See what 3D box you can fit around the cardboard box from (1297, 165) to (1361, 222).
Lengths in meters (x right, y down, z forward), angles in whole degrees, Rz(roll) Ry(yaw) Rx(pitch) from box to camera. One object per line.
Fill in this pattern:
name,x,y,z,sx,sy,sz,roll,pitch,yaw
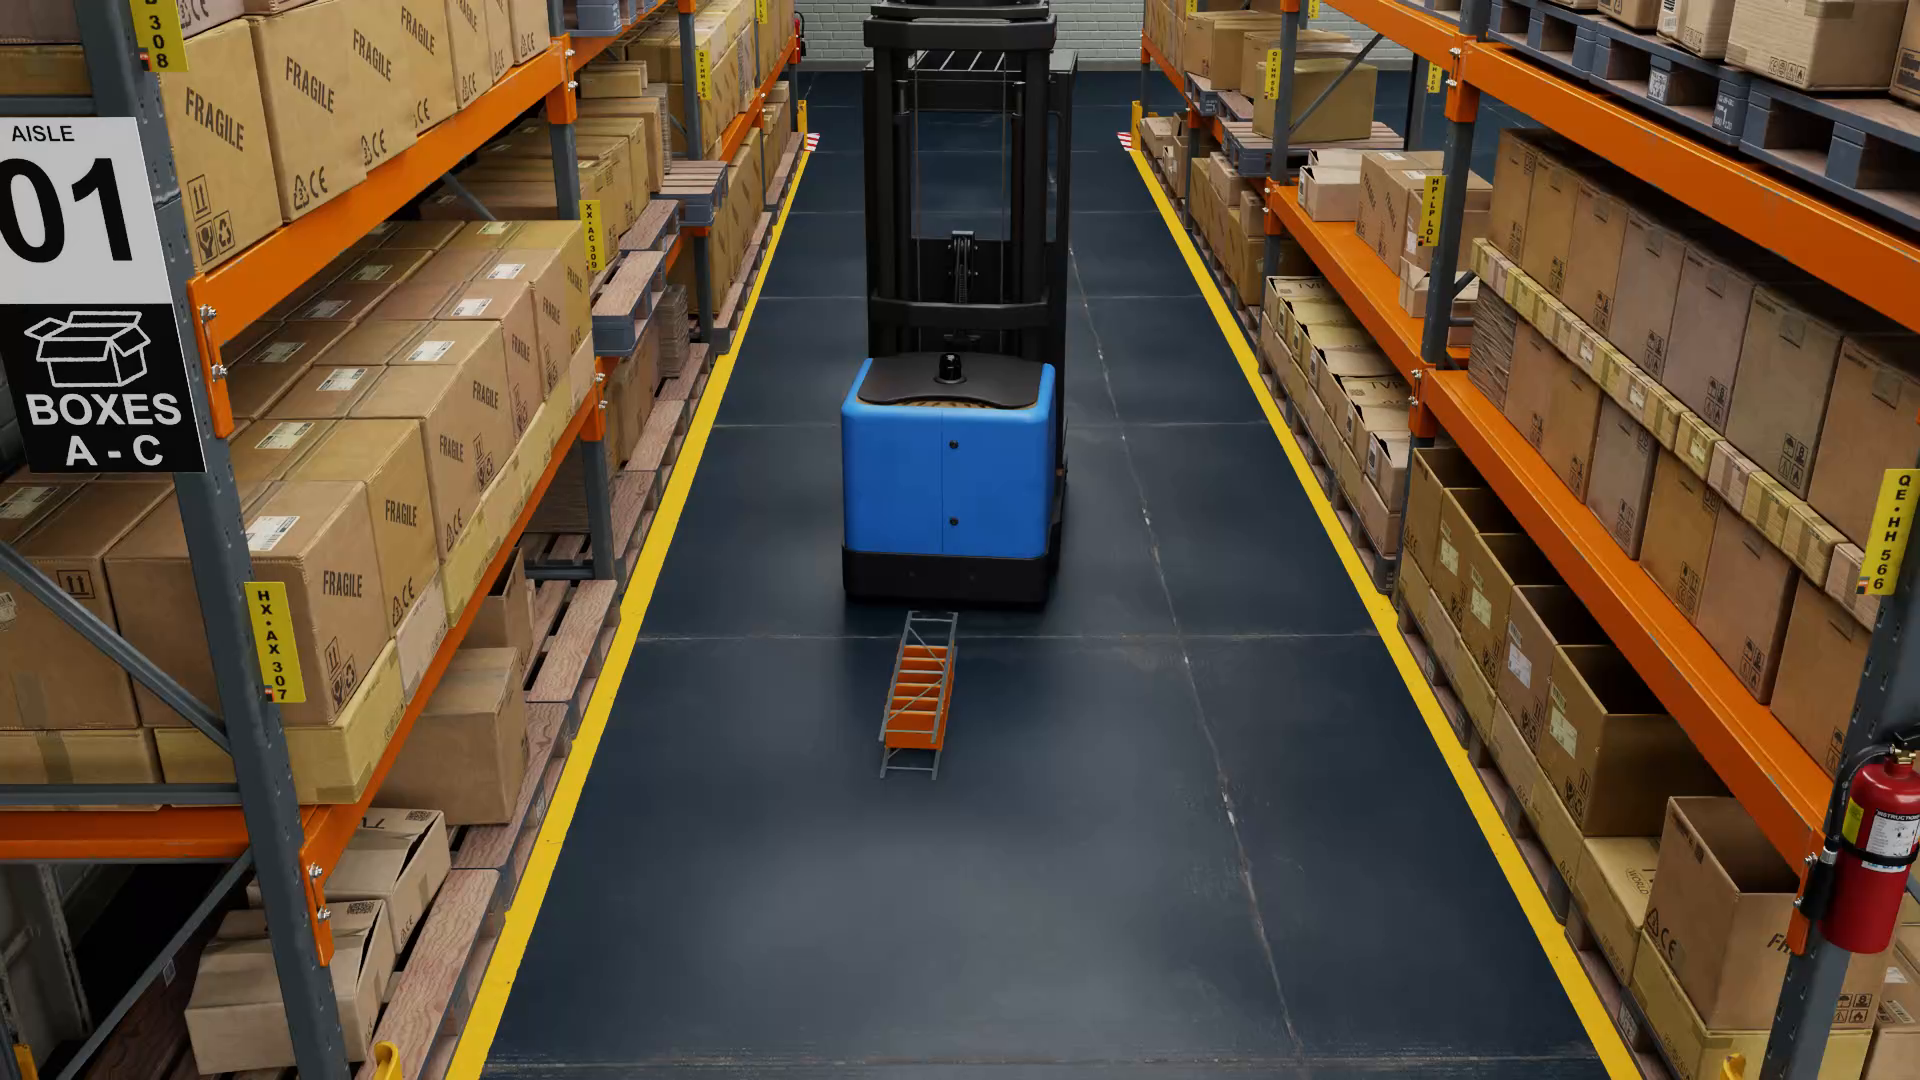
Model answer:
cardboard box,2.486,-2.264,10.725,0.500,0.311,0.500,-1,24,-1

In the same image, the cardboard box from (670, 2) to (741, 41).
cardboard box,-2.065,-4.219,13.521,0.500,0.250,0.500,0,24,0

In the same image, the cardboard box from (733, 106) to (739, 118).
cardboard box,-2.058,-3.635,13.928,0.380,0.149,0.250,0,24,-1

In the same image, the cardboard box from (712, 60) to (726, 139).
cardboard box,-2.029,-3.258,12.307,0.500,0.500,0.500,1,24,1

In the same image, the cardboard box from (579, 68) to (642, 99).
cardboard box,-2.231,-2.918,10.619,0.380,0.149,0.250,-4,25,-9

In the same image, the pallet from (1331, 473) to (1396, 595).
pallet,2.666,-0.059,9.124,1.003,0.211,1.213,0,24,-1

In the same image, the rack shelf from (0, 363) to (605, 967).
rack shelf,-2.218,0.150,6.152,1.077,0.370,4.000,0,24,-1

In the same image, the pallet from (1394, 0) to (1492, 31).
pallet,2.691,-2.669,8.104,0.805,0.209,1.217,-1,24,-3

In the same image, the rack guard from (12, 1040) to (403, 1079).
rack guard,-2.197,1.753,4.766,1.175,0.500,0.348,0,24,-1

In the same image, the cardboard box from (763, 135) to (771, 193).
cardboard box,-2.233,-3.660,16.226,0.700,0.500,0.500,0,24,0

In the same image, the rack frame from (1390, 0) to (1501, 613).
rack frame,2.713,-1.026,7.879,1.000,3.000,0.127,0,24,-1

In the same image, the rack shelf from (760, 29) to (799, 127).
rack shelf,-2.349,-4.795,17.085,1.077,0.370,4.000,0,24,-1

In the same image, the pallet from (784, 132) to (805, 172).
pallet,-2.284,-4.347,18.606,1.003,0.211,1.213,0,24,-1

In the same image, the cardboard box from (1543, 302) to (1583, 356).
cardboard box,2.535,-0.835,6.547,0.380,0.149,0.250,-1,24,-2

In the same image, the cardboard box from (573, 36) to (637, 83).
cardboard box,-2.548,-3.368,11.641,0.500,0.250,0.500,0,24,1

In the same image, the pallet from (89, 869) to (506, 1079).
pallet,-2.171,1.550,5.566,1.003,0.211,1.213,0,24,-1

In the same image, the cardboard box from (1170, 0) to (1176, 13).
cardboard box,2.348,-5.450,16.325,0.500,0.500,0.500,0,24,0

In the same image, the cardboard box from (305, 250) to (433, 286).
cardboard box,-2.442,-0.877,6.797,0.500,0.500,0.500,0,24,-1

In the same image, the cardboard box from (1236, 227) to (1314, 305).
cardboard box,2.425,-2.120,12.798,0.500,0.500,0.500,1,24,2

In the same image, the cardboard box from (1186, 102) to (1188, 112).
cardboard box,2.835,-4.810,18.744,0.500,0.500,0.500,0,24,-1

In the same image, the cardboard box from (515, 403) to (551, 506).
cardboard box,-1.914,-0.337,6.512,0.500,0.250,0.500,0,24,-1

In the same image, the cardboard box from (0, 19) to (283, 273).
cardboard box,-1.950,-0.914,3.846,0.500,0.500,0.500,0,24,1

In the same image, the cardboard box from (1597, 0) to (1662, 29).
cardboard box,2.605,-2.016,5.623,0.797,0.503,0.637,2,24,5

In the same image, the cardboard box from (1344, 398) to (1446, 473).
cardboard box,2.410,-0.600,9.084,0.500,0.311,0.500,0,24,1

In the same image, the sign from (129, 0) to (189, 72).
sign,-1.654,-1.122,3.389,0.100,0.325,0.005,0,24,-1

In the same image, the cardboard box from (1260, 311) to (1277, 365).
cardboard box,2.382,-1.396,11.523,0.500,0.250,0.500,0,24,-1

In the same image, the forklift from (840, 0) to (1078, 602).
forklift,0.063,-1.593,9.215,1.130,2.935,3.031,2,24,5

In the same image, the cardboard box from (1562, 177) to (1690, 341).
cardboard box,2.736,-1.065,6.270,0.700,0.500,0.500,0,24,-1

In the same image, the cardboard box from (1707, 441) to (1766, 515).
cardboard box,2.555,-0.193,5.127,0.380,0.149,0.250,0,24,0

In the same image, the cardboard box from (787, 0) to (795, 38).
cardboard box,-2.355,-5.874,18.233,0.980,0.700,0.700,1,24,2

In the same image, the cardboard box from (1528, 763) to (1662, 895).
cardboard box,2.431,1.052,6.111,0.500,0.250,0.500,0,24,-1

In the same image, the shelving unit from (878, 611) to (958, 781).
shelving unit,-0.175,0.679,7.514,0.258,0.189,1.200,2,24,4

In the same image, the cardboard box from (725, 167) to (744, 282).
cardboard box,-2.164,-2.527,13.297,0.750,0.750,0.750,0,24,-1

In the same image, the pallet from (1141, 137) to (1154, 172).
pallet,2.593,-4.340,18.591,1.003,0.211,1.213,0,24,-1

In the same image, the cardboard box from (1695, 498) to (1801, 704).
cardboard box,2.754,0.168,5.118,0.700,0.500,0.500,0,24,1

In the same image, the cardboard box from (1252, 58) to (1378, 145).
cardboard box,2.550,-3.170,11.989,0.700,0.500,0.500,-9,26,-18

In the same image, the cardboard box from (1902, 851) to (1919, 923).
cardboard box,2.966,0.914,5.506,0.500,0.500,0.500,0,24,-1

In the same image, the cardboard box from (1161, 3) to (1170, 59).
cardboard box,2.341,-5.207,17.002,0.500,0.500,0.500,0,24,0

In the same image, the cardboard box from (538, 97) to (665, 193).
cardboard box,-2.235,-2.473,10.422,0.700,0.500,0.500,-3,24,-6

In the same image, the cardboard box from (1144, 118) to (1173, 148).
cardboard box,2.310,-4.487,18.334,0.500,0.250,0.500,0,24,-1

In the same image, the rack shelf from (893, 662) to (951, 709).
rack shelf,-0.172,0.660,7.555,0.258,0.180,0.103,2,24,4

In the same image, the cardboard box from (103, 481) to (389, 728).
cardboard box,-1.901,0.165,4.492,0.500,0.500,0.500,0,24,0

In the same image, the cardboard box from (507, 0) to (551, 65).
cardboard box,-1.987,-2.216,6.724,0.500,0.500,0.500,0,24,1

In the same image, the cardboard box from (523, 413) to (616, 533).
cardboard box,-2.265,-0.367,8.921,0.700,0.500,0.500,1,24,1

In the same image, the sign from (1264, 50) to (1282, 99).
sign,2.127,-3.160,11.287,0.100,0.325,0.005,0,24,-1

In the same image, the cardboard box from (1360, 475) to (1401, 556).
cardboard box,2.419,-0.134,8.734,0.500,0.250,0.500,0,24,-1

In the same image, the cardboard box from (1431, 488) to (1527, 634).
cardboard box,2.419,0.092,7.323,0.500,0.500,0.500,0,24,-1

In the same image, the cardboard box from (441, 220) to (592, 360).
cardboard box,-1.925,-1.091,7.271,0.500,0.500,0.500,0,24,-1

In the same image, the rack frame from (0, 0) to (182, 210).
rack frame,-2.196,-2.088,2.946,1.000,3.000,0.127,0,24,-1

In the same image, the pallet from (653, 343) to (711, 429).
pallet,-2.276,-1.058,11.333,1.003,0.211,1.213,0,24,-1
